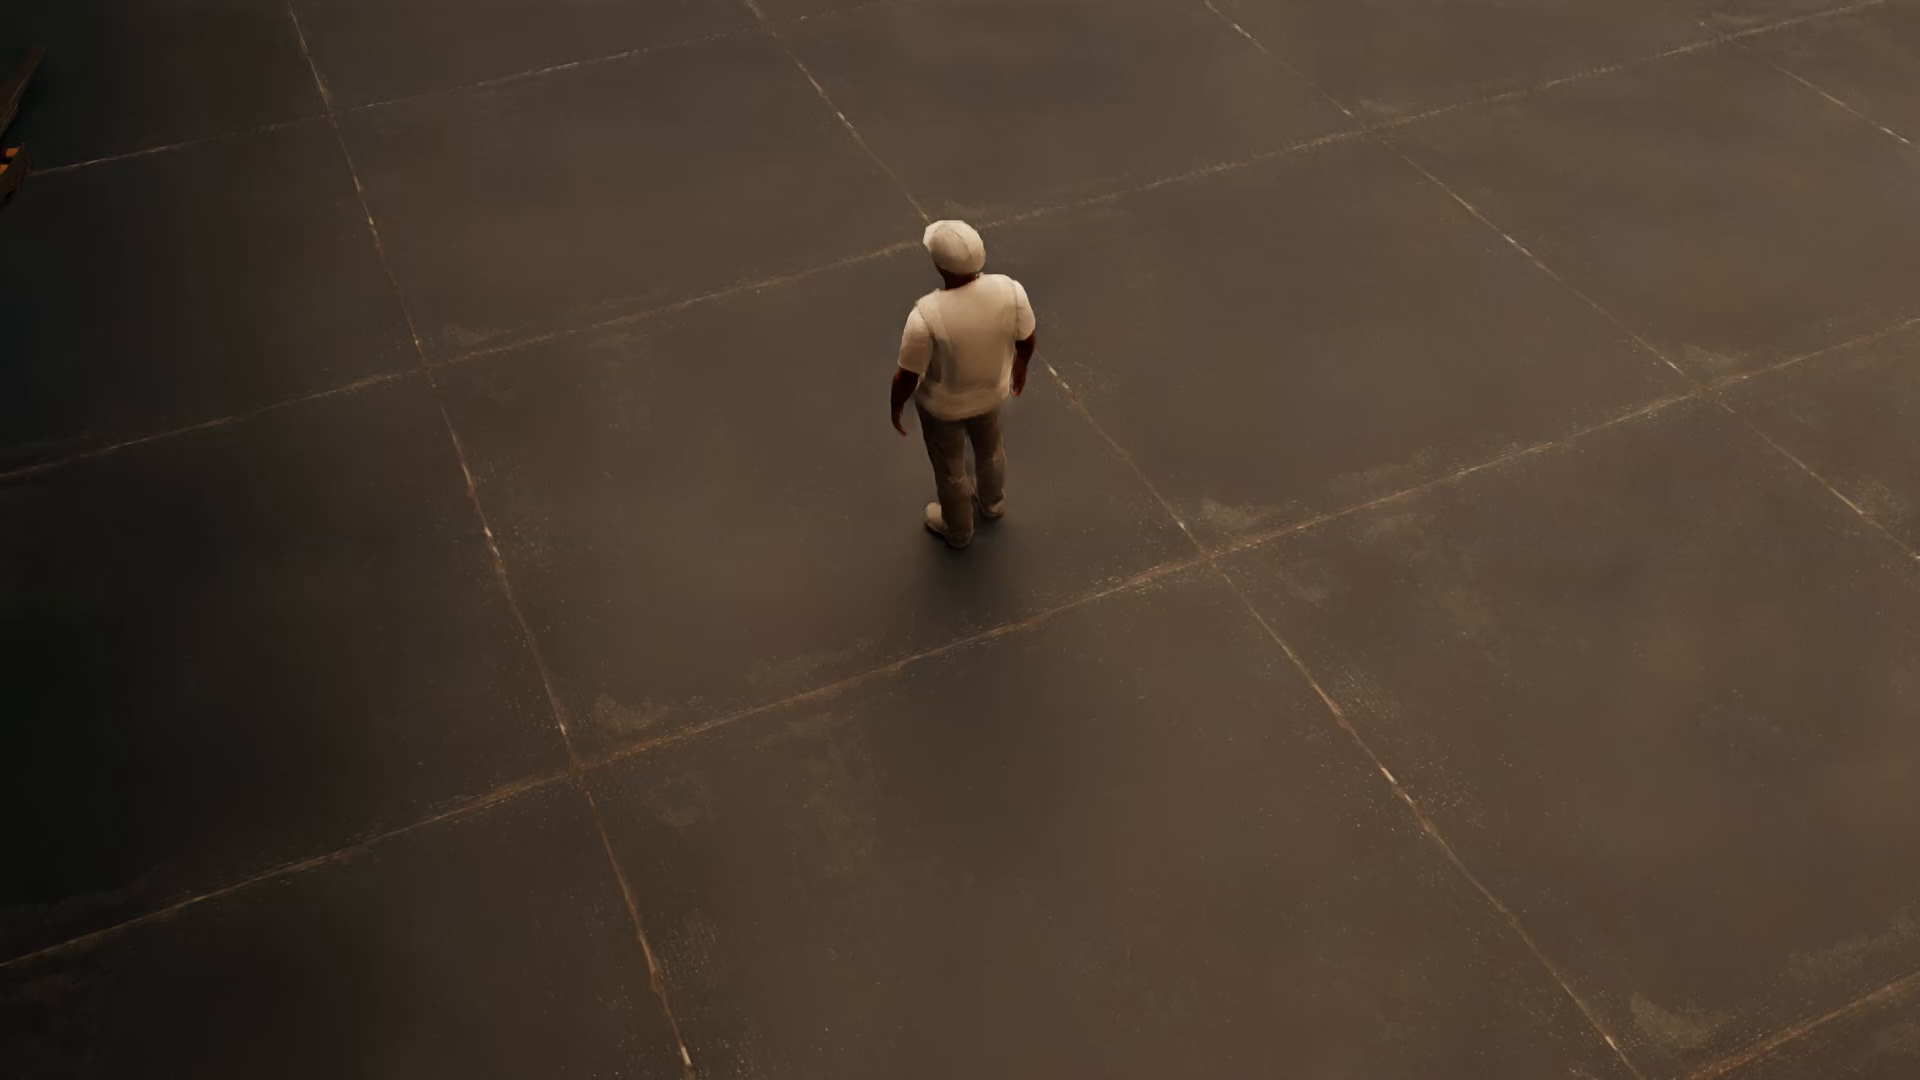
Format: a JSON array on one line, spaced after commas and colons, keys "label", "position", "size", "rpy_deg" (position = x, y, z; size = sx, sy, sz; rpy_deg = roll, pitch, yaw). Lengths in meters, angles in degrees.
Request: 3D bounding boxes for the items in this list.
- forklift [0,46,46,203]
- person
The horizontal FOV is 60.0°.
[{"label": "forklift", "position": [-6.260, -3.126, 9.030], "size": [1.130, 2.935, 3.031], "rpy_deg": [-3, 43, -4]}, {"label": "person", "position": [-0.024, -0.695, 7.269], "size": [0.665, 1.766, 0.576], "rpy_deg": [-18, 46, -18]}]
